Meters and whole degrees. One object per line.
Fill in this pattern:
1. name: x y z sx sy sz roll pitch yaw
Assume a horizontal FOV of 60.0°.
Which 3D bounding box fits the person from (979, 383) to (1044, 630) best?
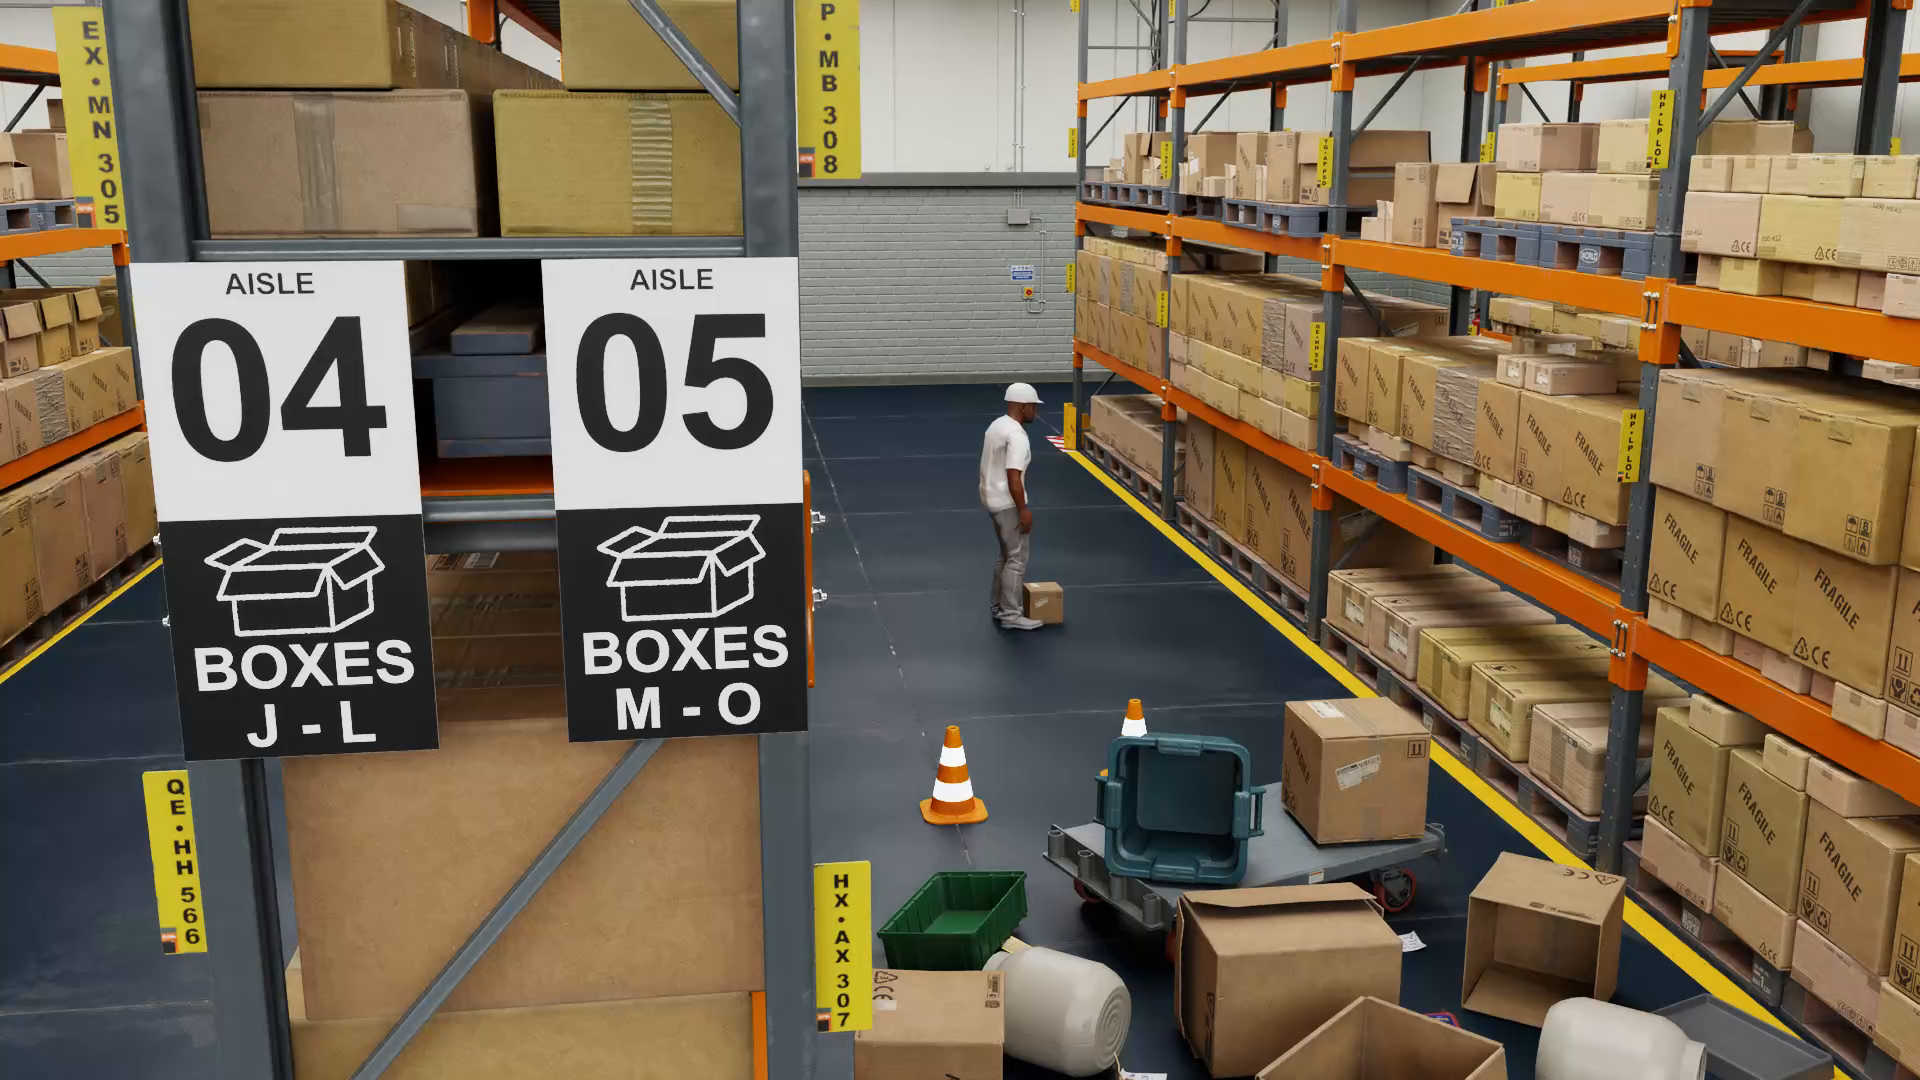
1. person: 0.382 -0.260 12.068 0.461 1.759 0.631 -3 13 -12
